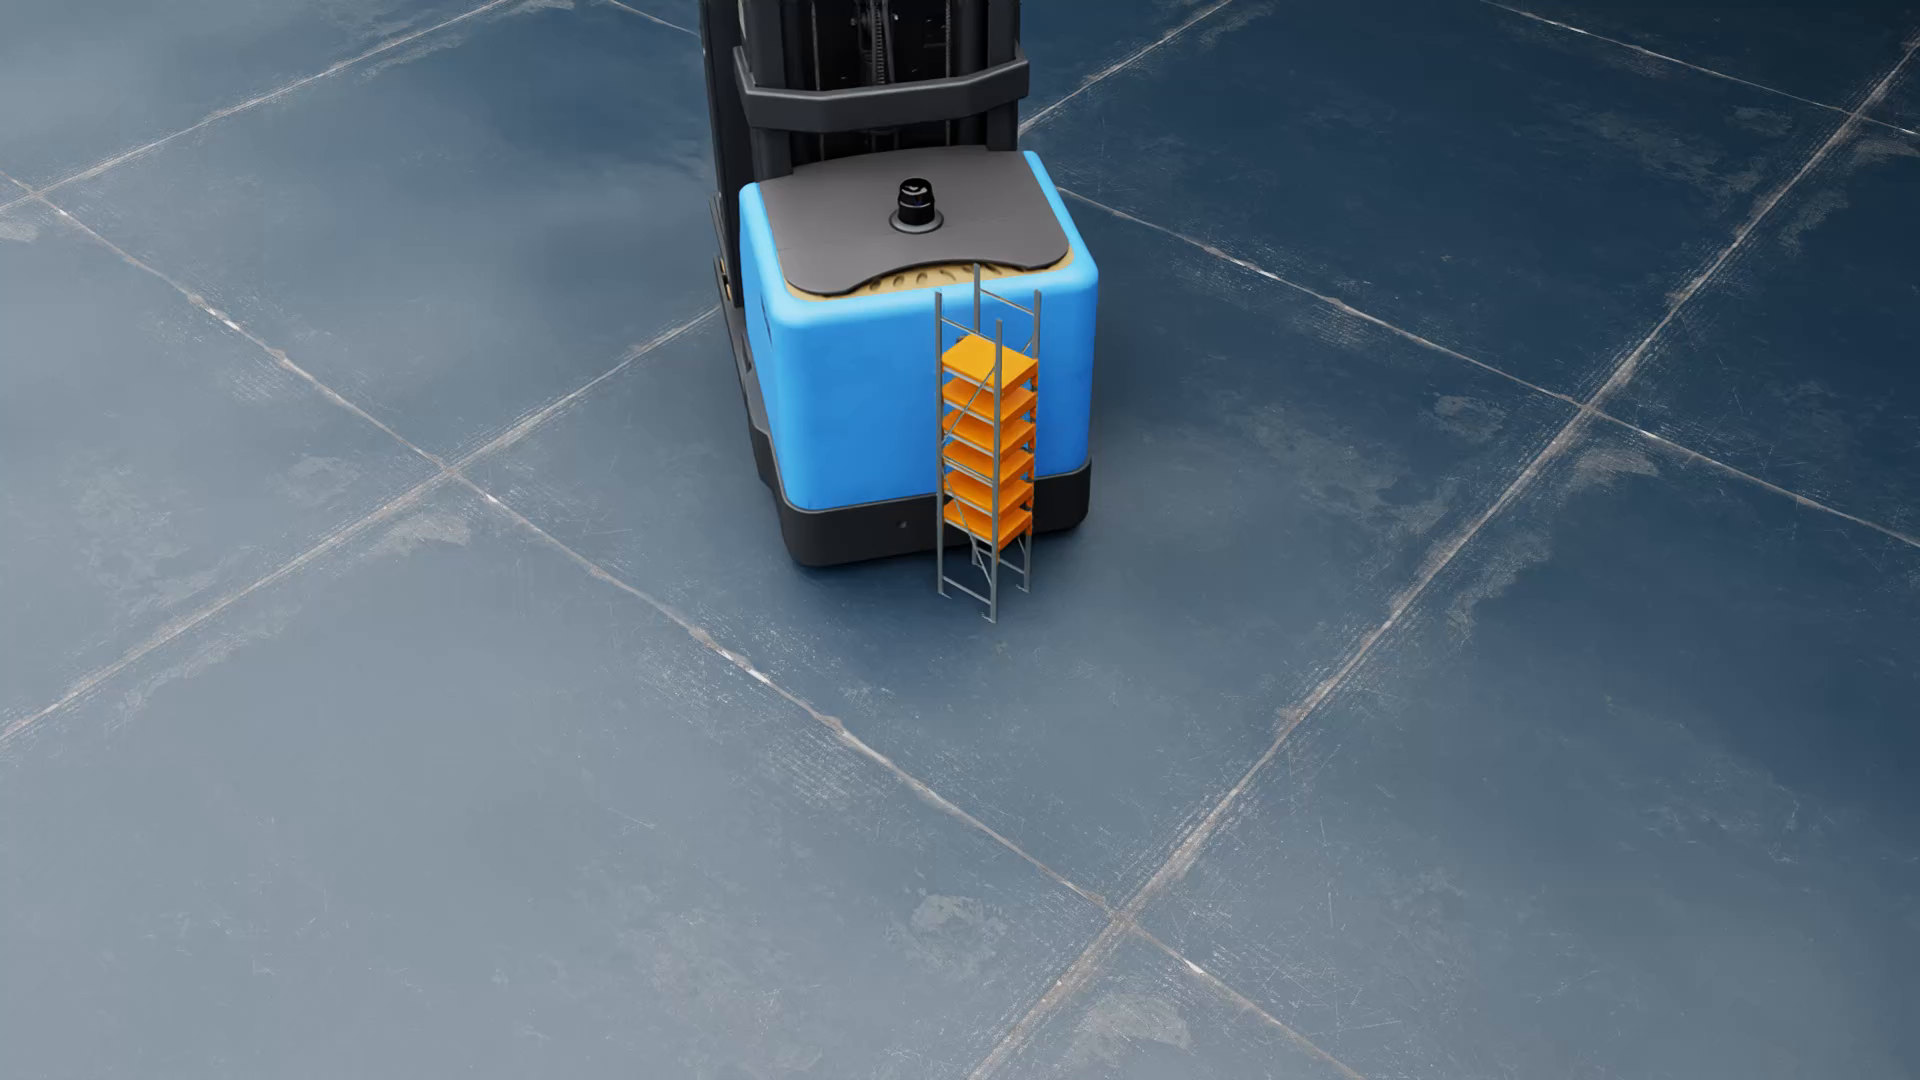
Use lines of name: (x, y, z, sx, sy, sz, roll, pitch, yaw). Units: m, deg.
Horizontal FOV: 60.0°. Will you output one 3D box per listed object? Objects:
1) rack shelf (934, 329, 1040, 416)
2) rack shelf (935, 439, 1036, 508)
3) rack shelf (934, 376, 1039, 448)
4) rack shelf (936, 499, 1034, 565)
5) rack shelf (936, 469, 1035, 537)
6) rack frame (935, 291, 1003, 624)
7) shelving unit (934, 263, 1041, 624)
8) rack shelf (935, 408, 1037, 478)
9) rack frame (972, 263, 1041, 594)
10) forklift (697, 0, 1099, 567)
rack shelf: (0.080, -0.499, 4.938, 0.258, 0.103, 0.180, 28, 49, 27)
rack shelf: (0.079, -0.233, 5.180, 0.258, 0.103, 0.180, 28, 49, 27)
rack shelf: (0.080, -0.411, 5.019, 0.258, 0.103, 0.180, 28, 49, 27)
rack shelf: (0.079, -0.056, 5.342, 0.258, 0.103, 0.180, 28, 49, 27)
rack shelf: (0.079, -0.144, 5.261, 0.258, 0.103, 0.180, 28, 49, 27)
rack frame: (0.023, -0.218, 5.097, 0.240, 1.200, 0.006, 28, 49, 27)
shelving unit: (0.079, -0.266, 5.150, 0.258, 1.200, 0.189, 28, 49, 27)
rack shelf: (0.079, -0.322, 5.099, 0.258, 0.103, 0.180, 28, 49, 27)
rack frame: (0.136, -0.314, 5.204, 0.240, 1.200, 0.006, 28, 49, 27)
forklift: (-0.389, -2.000, 5.770, 1.130, 2.935, 3.031, -9, 43, -10)
